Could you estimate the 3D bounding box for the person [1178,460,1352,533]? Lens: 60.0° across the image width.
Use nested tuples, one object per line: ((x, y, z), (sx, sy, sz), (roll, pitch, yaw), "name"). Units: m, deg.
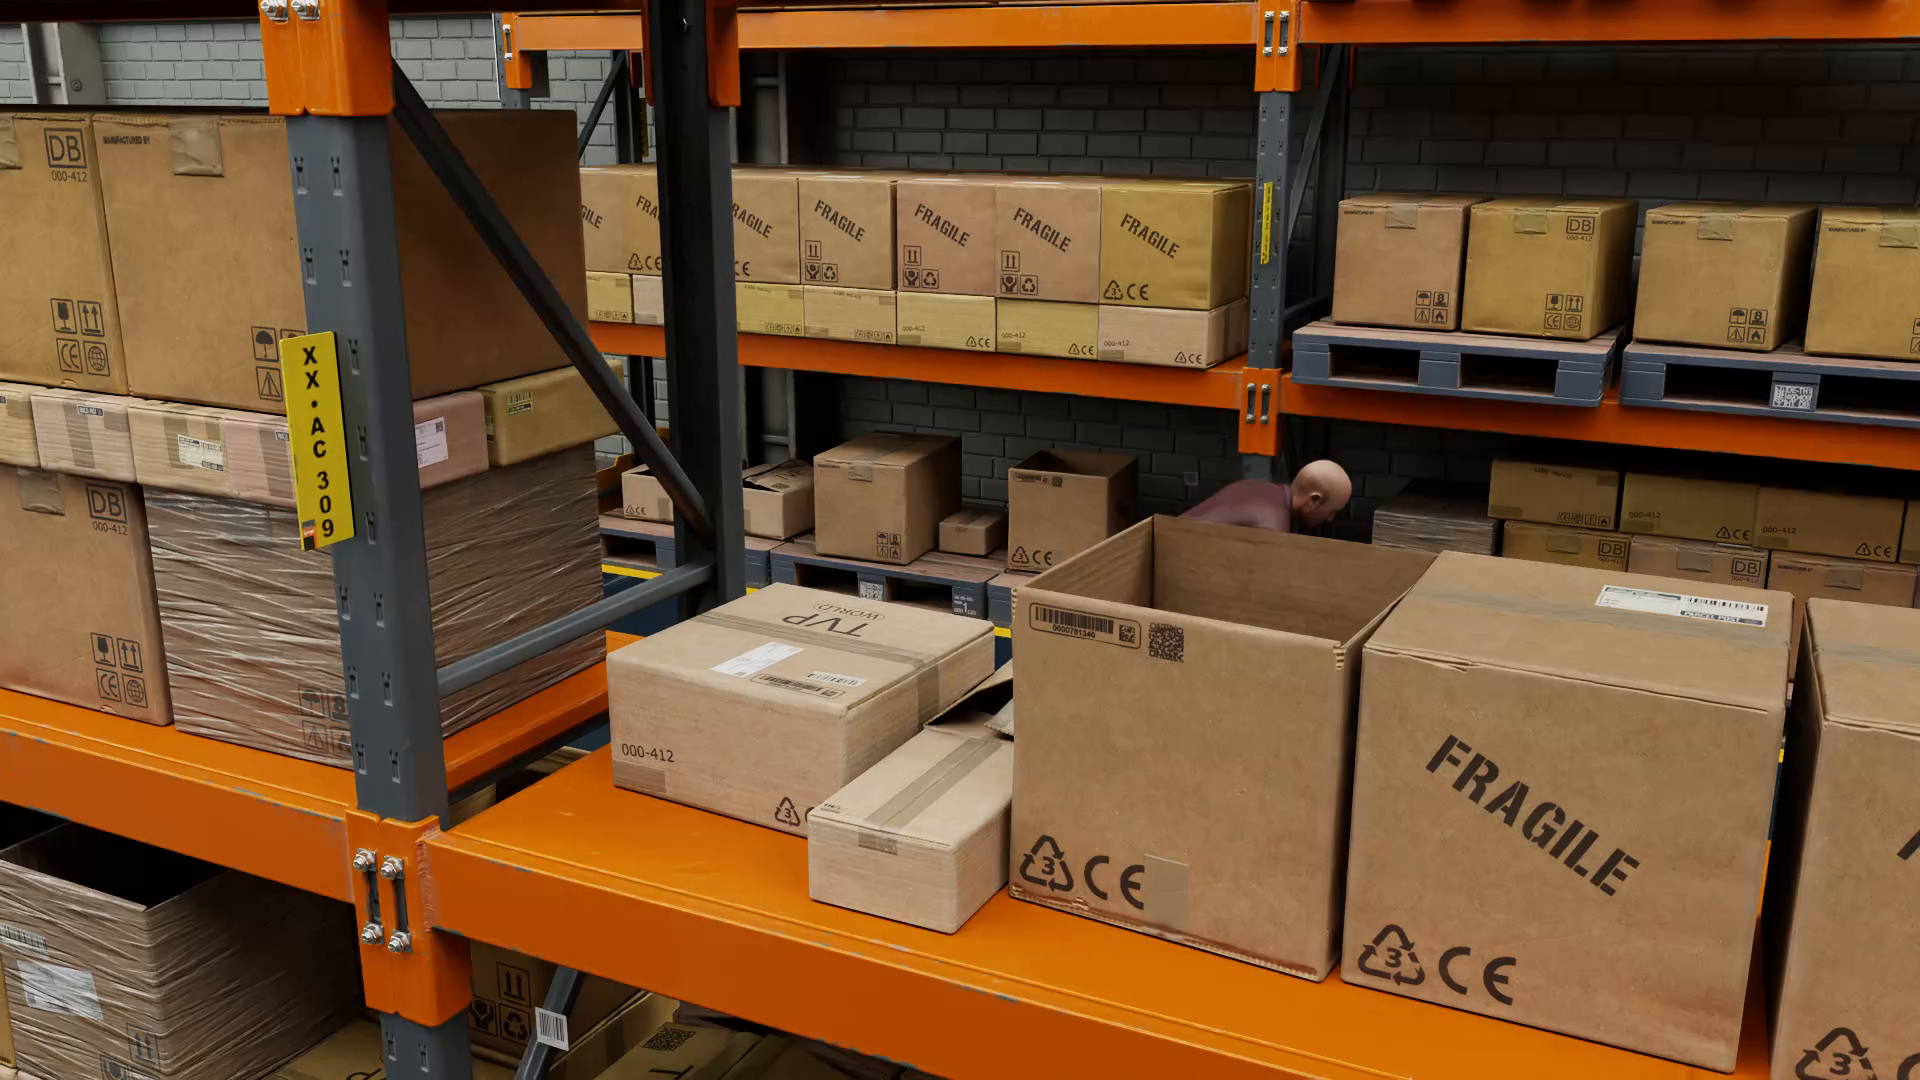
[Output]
((1.037, 0.254, 6.315), (0.839, 1.150, 0.623), (3, 16, 11), "person")
